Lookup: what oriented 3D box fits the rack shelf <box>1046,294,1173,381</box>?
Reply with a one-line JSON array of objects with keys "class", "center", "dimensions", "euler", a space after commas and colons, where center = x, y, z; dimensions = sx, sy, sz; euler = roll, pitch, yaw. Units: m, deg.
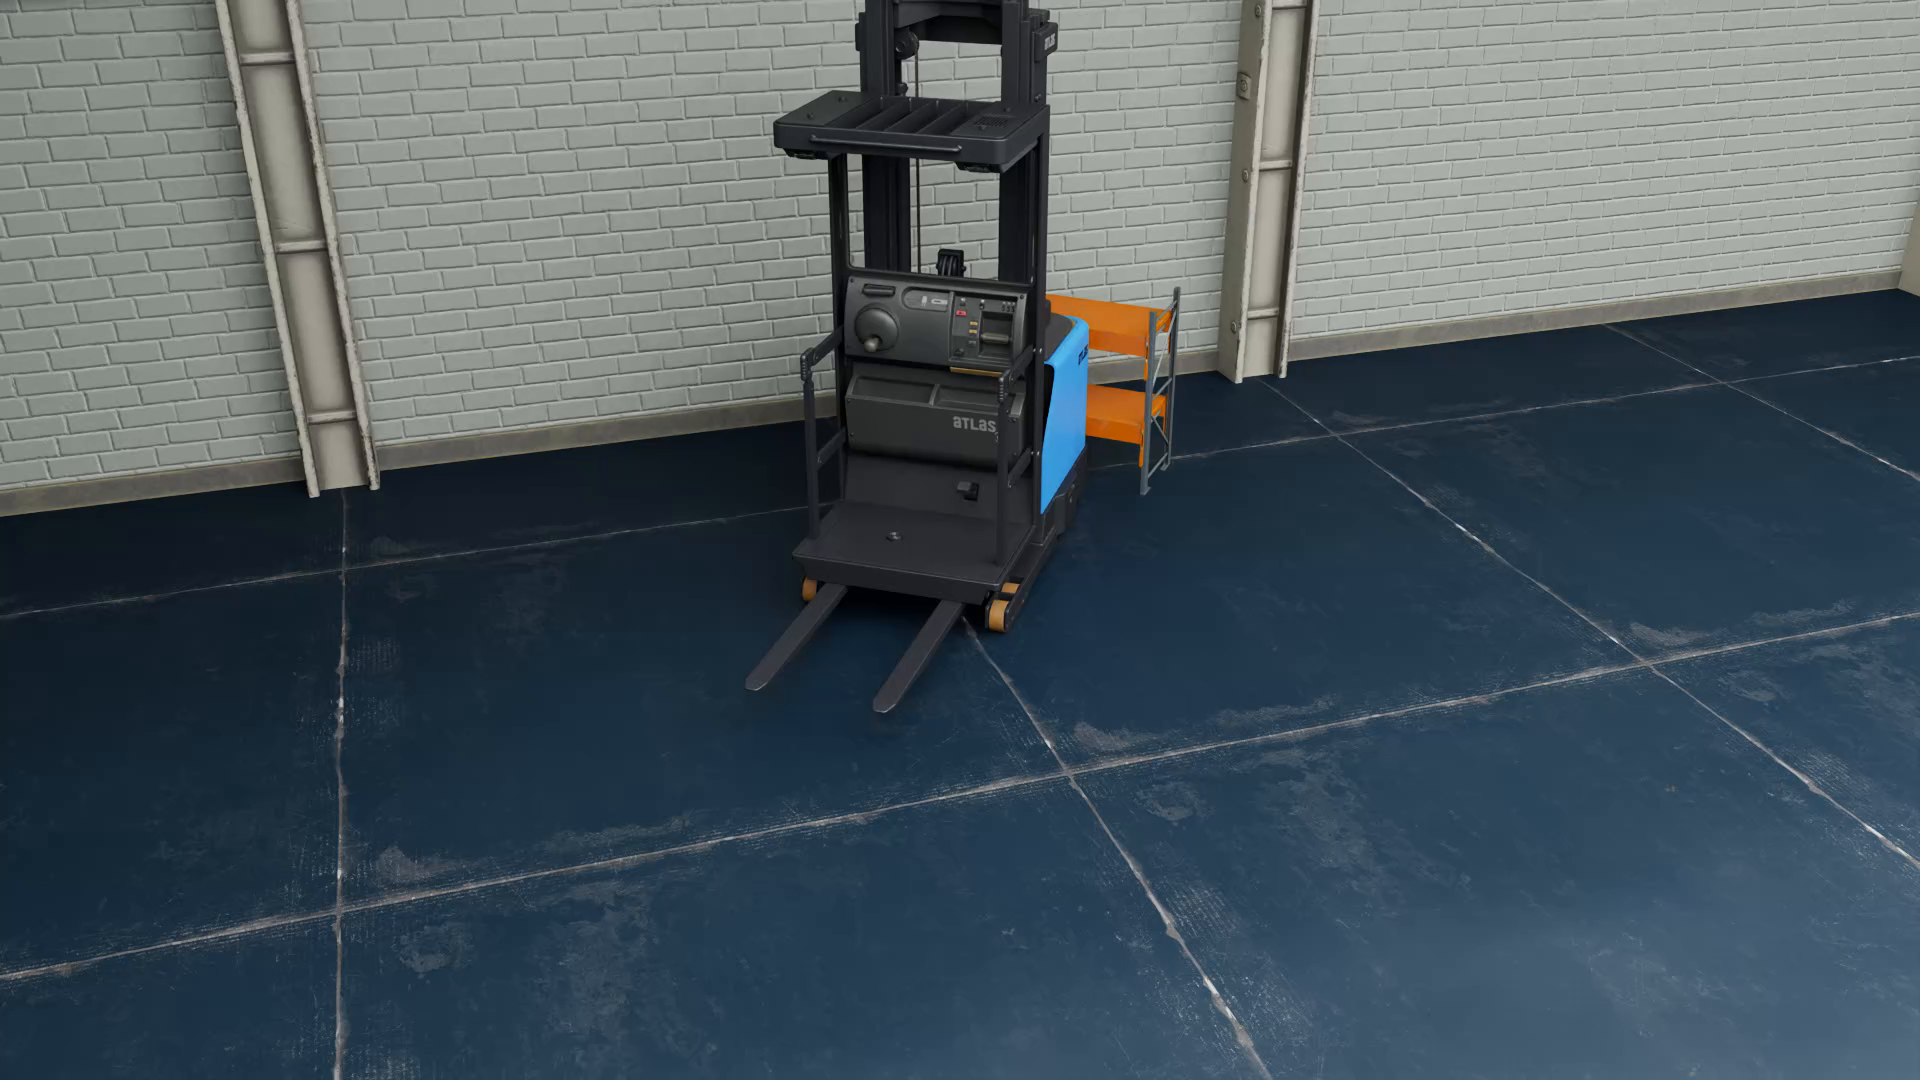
[{"class": "rack shelf", "center": [0.708, -1.224, 9.793], "dimensions": [1.000, 0.278, 0.538], "euler": [11, 28, 21]}]

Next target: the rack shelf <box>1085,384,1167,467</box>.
[{"class": "rack shelf", "center": [0.708, -0.743, 10.031], "dimensions": [1.000, 0.278, 0.538], "euler": [11, 28, 21]}]

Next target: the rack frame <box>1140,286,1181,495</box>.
[{"class": "rack frame", "center": [1.173, -0.871, 9.740], "dimensions": [0.032, 1.125, 0.500], "euler": [11, 28, 21]}]

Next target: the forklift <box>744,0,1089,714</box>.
[{"class": "forklift", "center": [-0.188, -1.048, 8.065], "dimensions": [1.130, 2.935, 3.031], "euler": [8, 27, 16]}]

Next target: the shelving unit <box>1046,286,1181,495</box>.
[{"class": "shelving unit", "center": [0.708, -0.962, 9.923], "dimensions": [1.048, 1.125, 0.538], "euler": [11, 28, 21]}]

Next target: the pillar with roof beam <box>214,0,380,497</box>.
[{"class": "pillar with roof beam", "center": [-2.343, -2.552, 4.270], "dimensions": [0.400, 9.000, 9.100], "euler": [-8, 28, -16]}]

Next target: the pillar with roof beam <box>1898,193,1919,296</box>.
[{"class": "pillar with roof beam", "center": [9.067, -4.204, 7.599], "dimensions": [0.400, 9.000, 9.100], "euler": [-8, 28, -16]}]

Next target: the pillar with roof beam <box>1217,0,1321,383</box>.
[{"class": "pillar with roof beam", "center": [3.362, -3.378, 5.935], "dimensions": [0.400, 9.000, 9.100], "euler": [-8, 28, -16]}]
